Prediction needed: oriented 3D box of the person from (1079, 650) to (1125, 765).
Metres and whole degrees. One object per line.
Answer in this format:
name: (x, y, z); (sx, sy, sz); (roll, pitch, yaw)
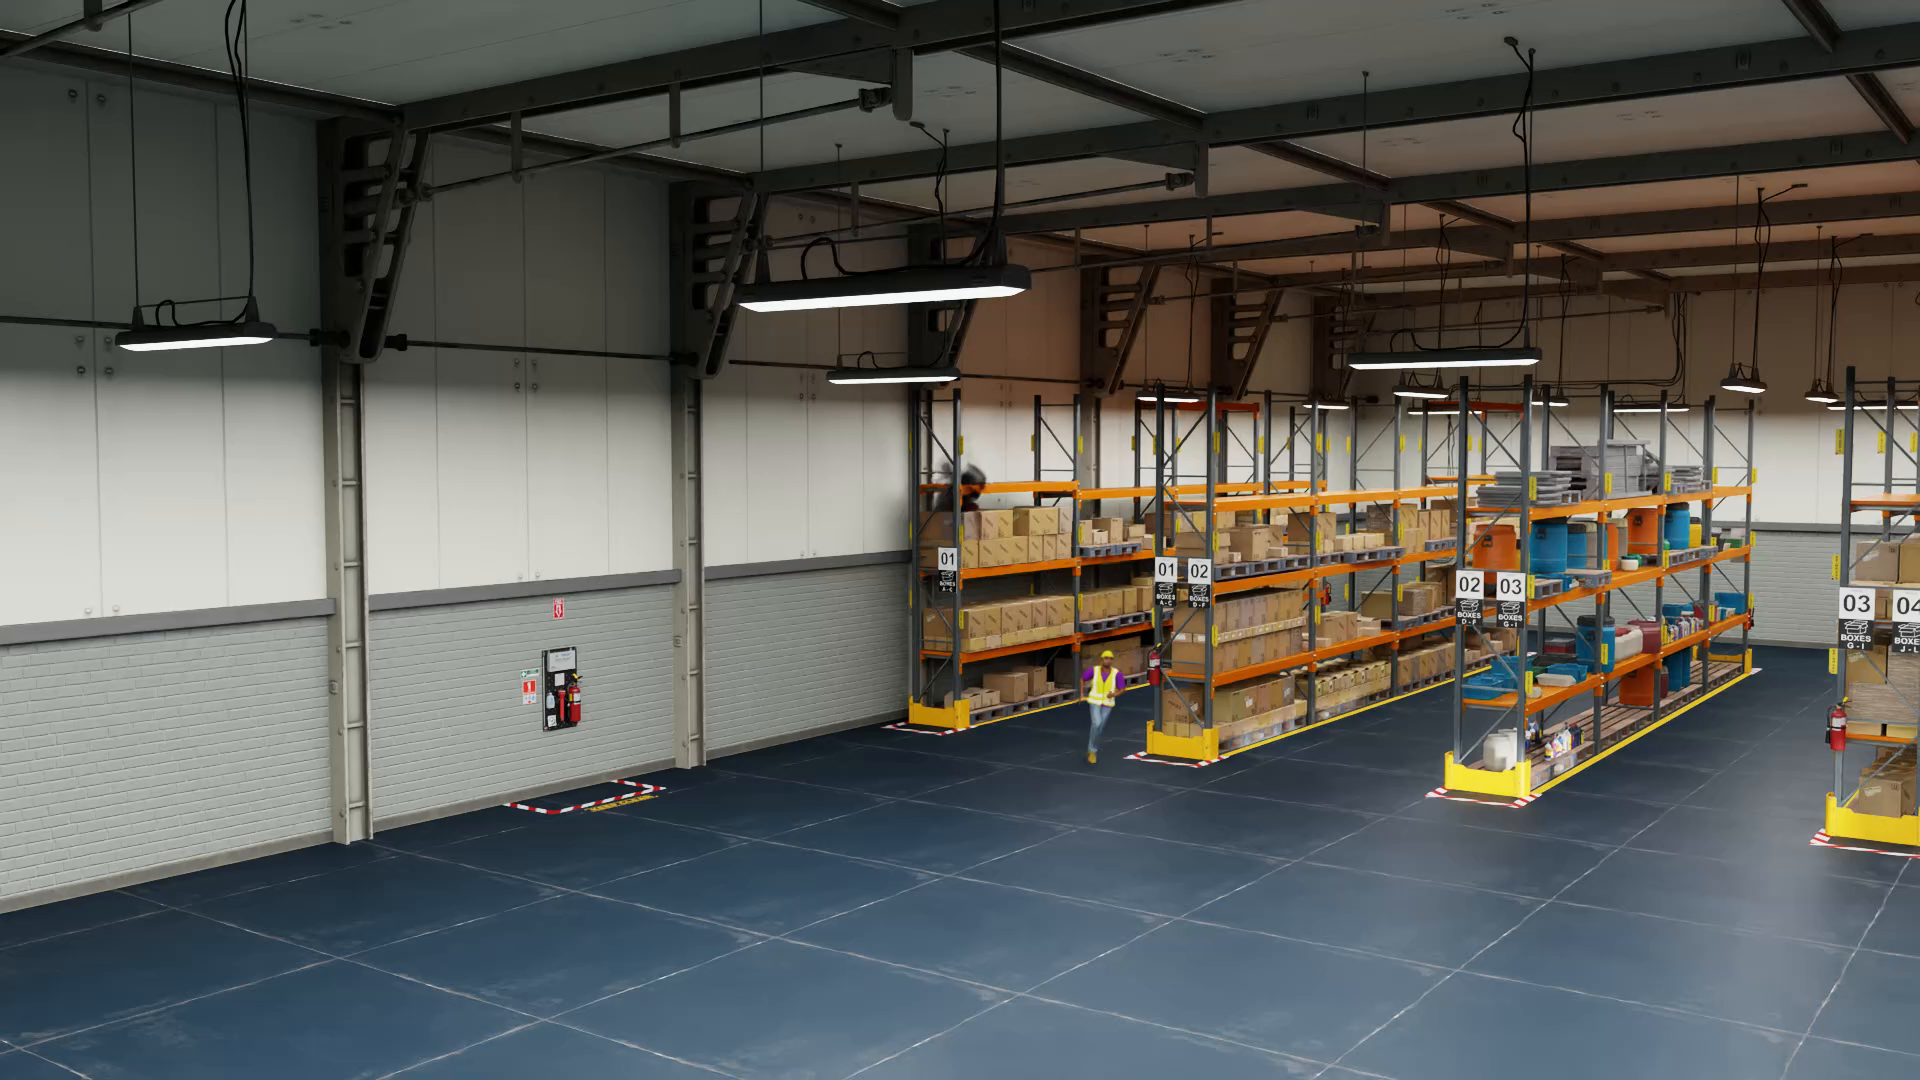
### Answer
person: (2.256, 2.621, 26.331); (0.713, 1.747, 0.737); (0, 3, -6)
